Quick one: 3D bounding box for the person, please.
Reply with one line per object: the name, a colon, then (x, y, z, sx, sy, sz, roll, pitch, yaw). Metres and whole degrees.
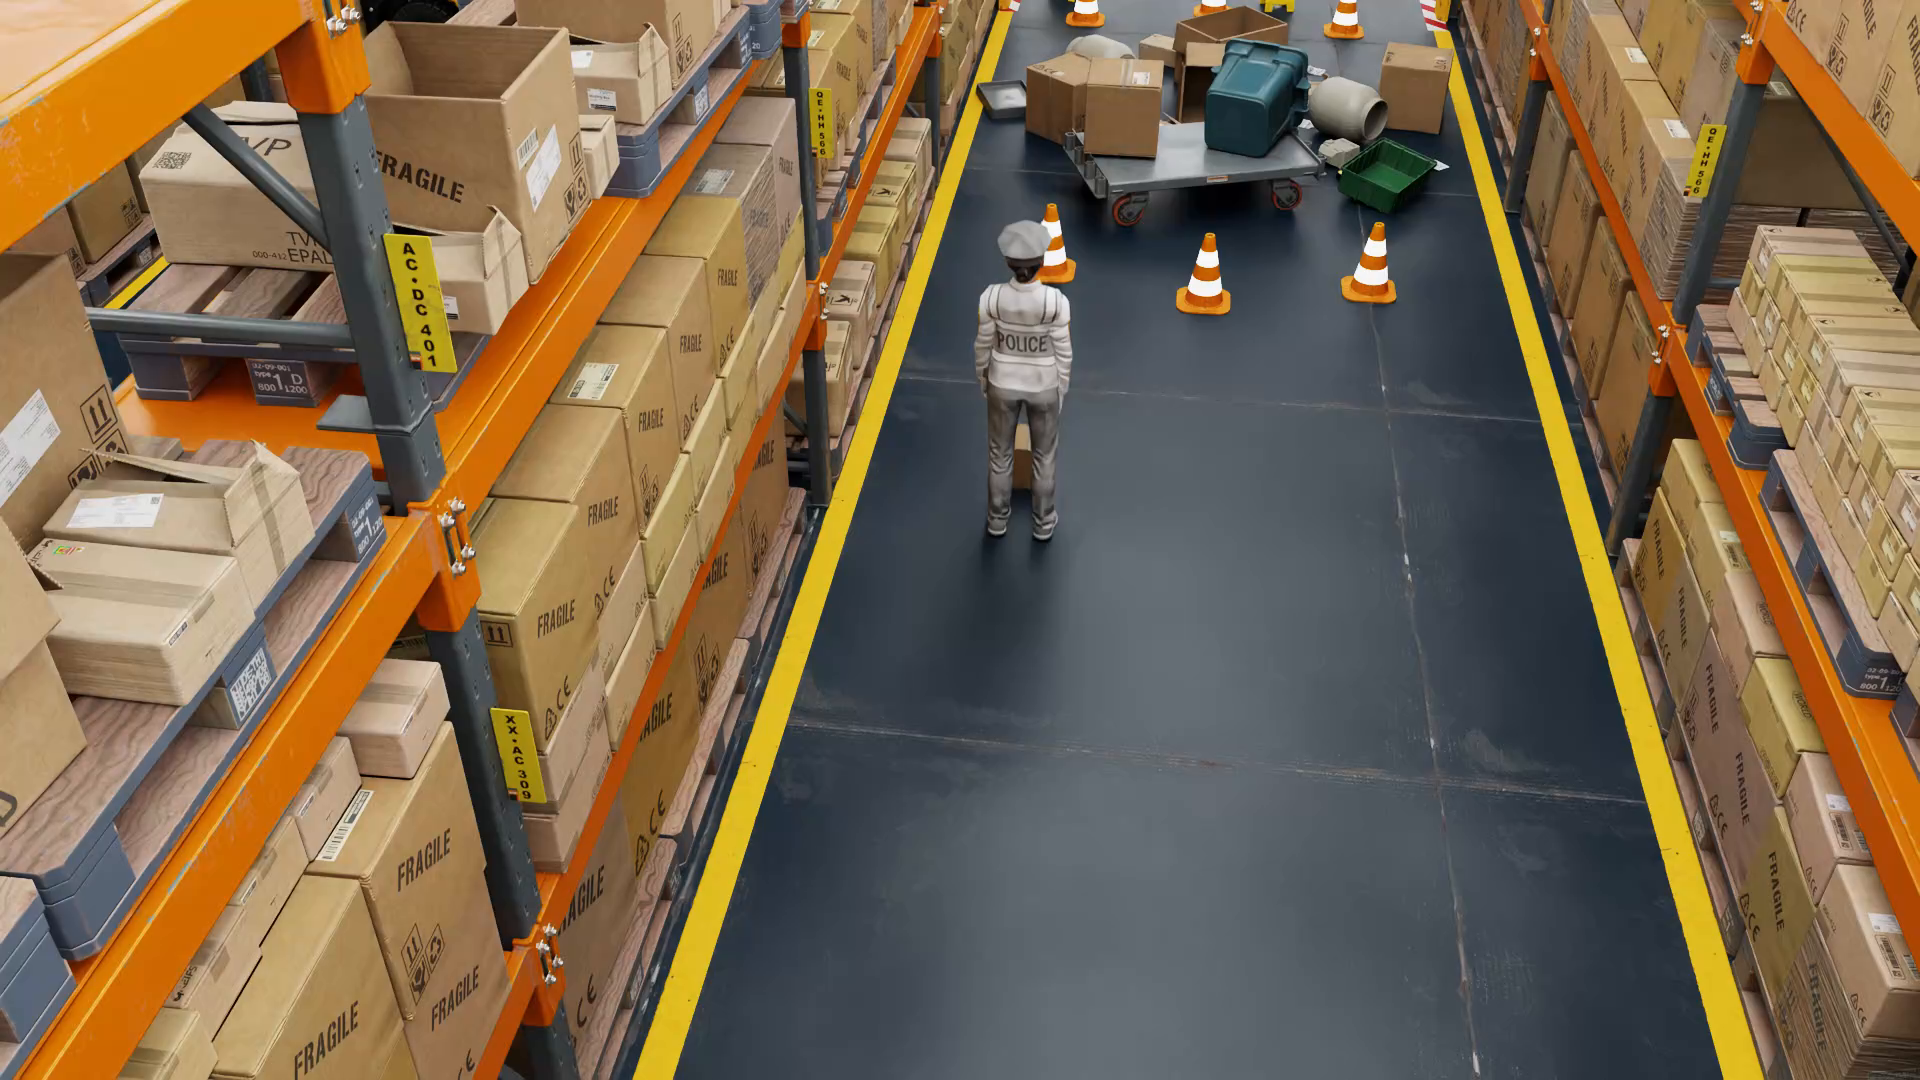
person: (0.303, -0.742, 8.026, 0.473, 1.685, 0.345, 5, 37, 7)
